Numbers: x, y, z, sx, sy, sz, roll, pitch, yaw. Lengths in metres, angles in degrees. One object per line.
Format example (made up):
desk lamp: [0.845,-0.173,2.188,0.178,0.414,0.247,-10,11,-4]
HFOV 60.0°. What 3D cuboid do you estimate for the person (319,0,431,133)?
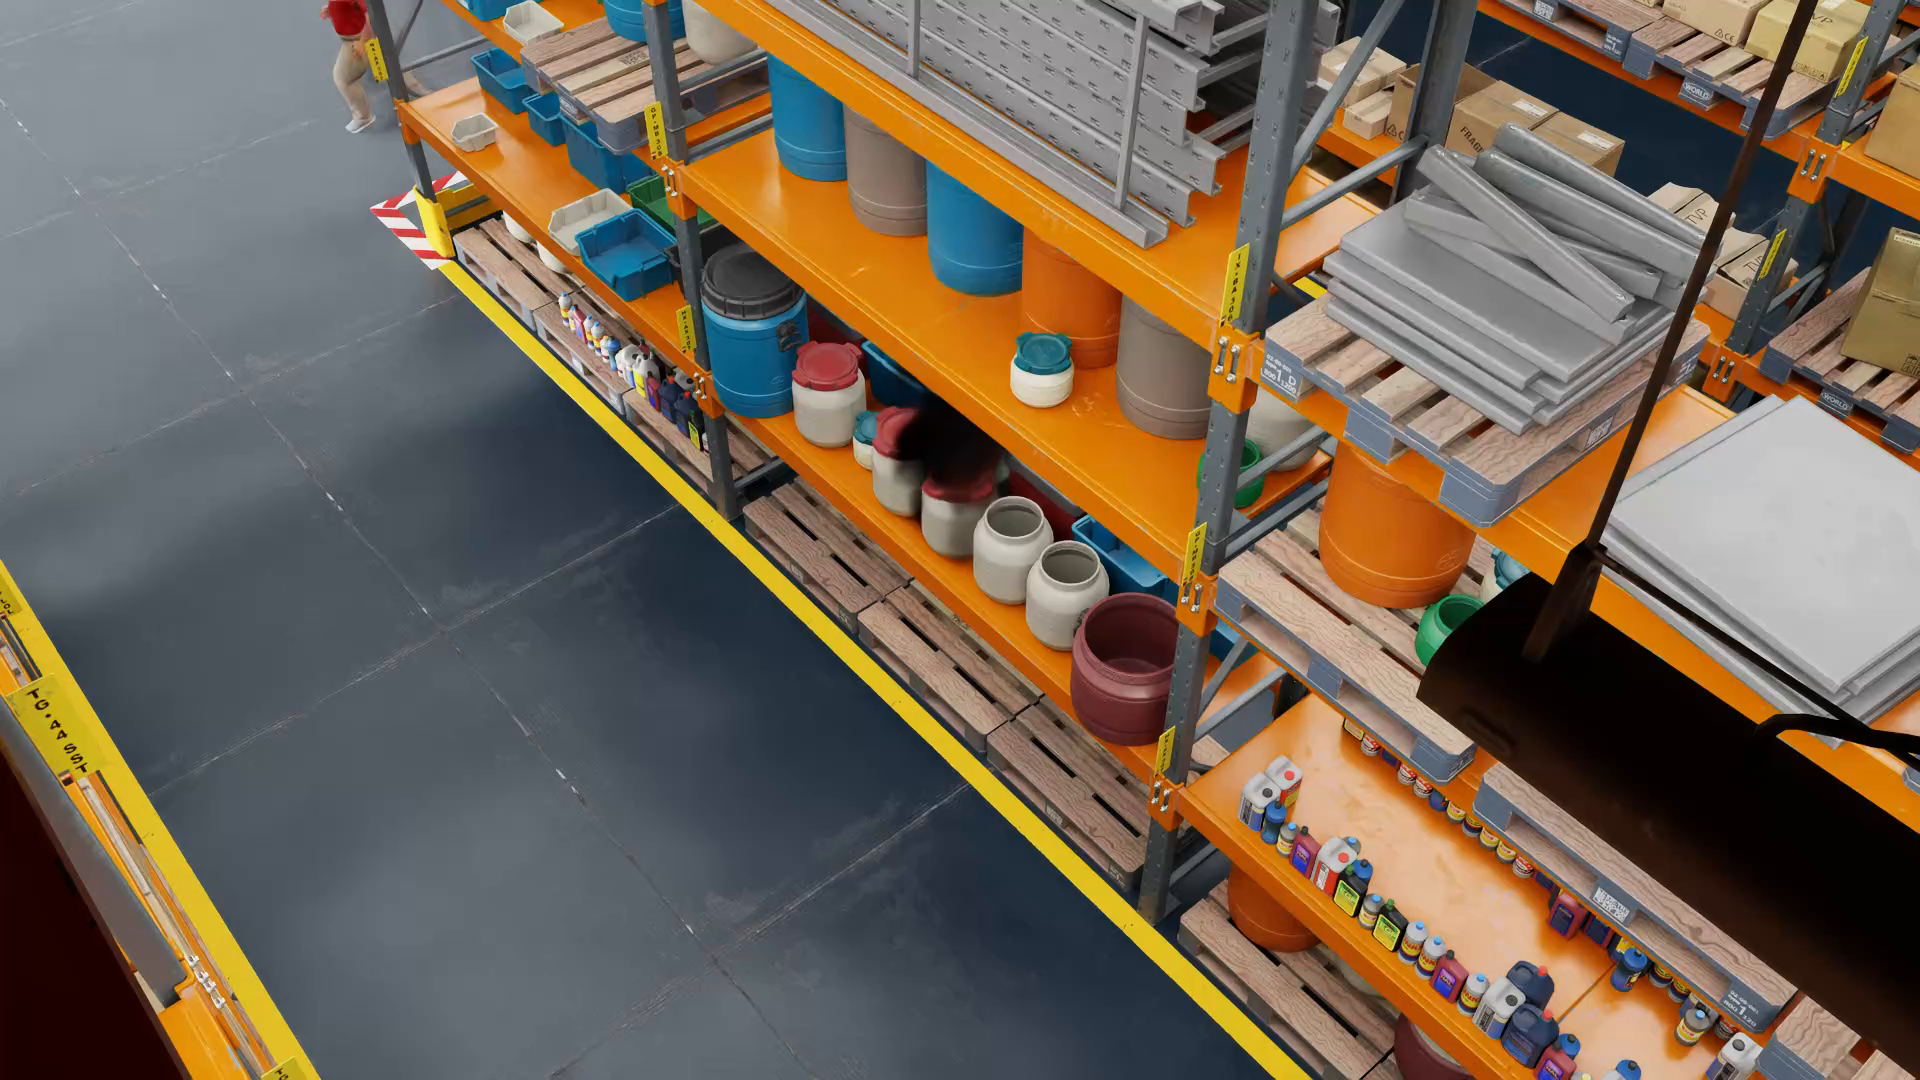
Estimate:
person: [-4.908,-4.101,13.715,0.801,1.765,0.711,-3,47,-3]
